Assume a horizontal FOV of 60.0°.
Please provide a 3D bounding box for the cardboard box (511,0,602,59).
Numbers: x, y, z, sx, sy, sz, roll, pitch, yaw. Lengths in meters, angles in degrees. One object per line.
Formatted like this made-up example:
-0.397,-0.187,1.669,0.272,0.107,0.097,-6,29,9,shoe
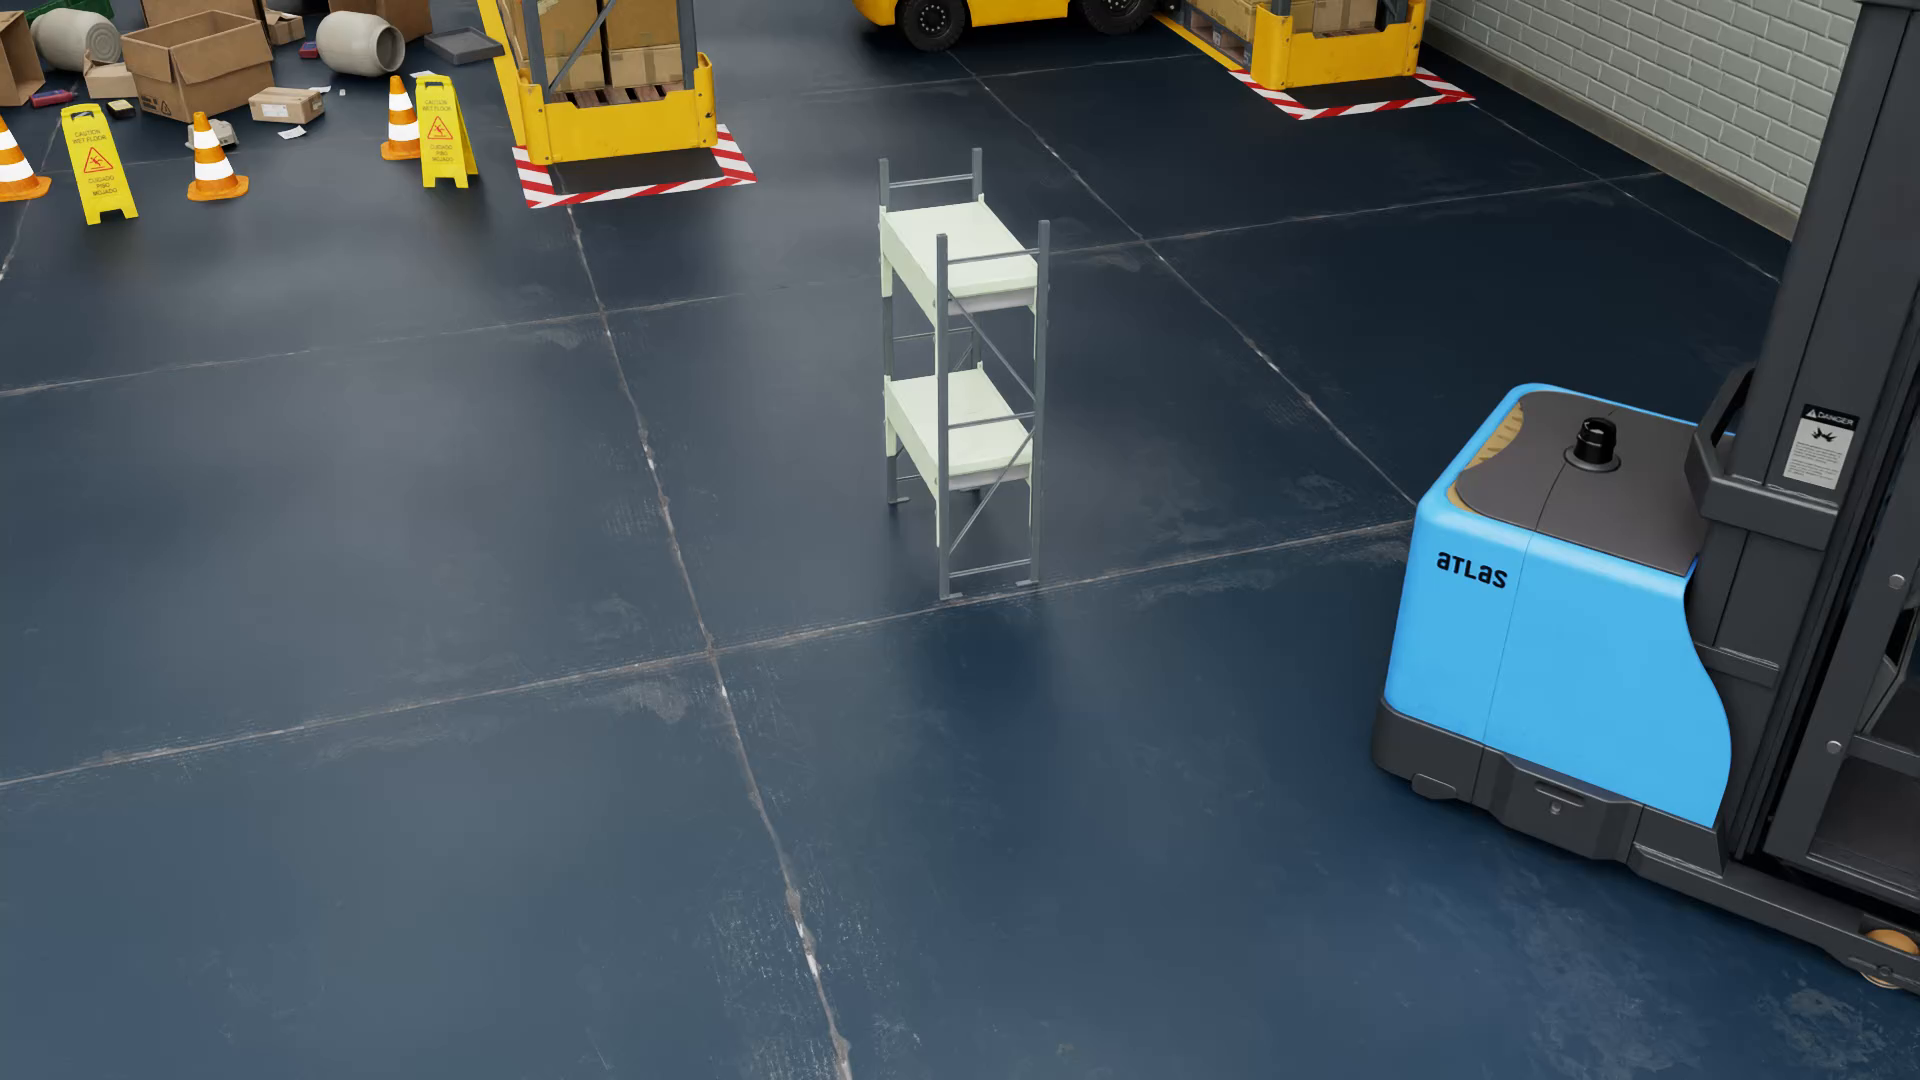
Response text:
-2.599,-3.418,10.634,0.500,0.500,0.500,-10,35,-14,cardboard box

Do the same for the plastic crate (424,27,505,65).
-3.629,-3.620,12.155,0.402,0.080,0.583,-23,40,-31,plastic crate

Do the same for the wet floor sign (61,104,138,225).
-4.896,-2.150,9.418,0.267,0.644,0.232,-16,37,-23,wet floor sign

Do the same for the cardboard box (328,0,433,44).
-4.296,-3.967,12.297,0.500,0.500,0.500,13,36,18,cardboard box

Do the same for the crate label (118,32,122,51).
-6.280,-3.639,12.132,0.250,0.136,0.298,19,38,26,crate label

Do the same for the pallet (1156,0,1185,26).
1.978,-4.407,13.228,1.003,0.211,1.213,-10,35,-15,pallet

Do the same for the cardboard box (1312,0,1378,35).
2.656,-3.855,11.977,0.500,0.250,0.500,-10,35,-15,cardboard box

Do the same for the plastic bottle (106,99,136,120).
-5.577,-2.865,11.030,0.133,0.061,0.283,-23,40,-31,plastic bottle

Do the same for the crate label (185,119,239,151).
-4.719,-2.552,10.487,0.298,0.136,0.250,27,42,34,crate label

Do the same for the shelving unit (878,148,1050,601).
0.002,-0.622,6.331,0.431,1.500,0.755,-10,35,-15,shelving unit

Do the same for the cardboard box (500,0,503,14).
-3.066,-3.916,12.069,0.500,0.250,0.500,-10,35,-15,cardboard box

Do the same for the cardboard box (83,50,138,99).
-5.732,-3.181,11.323,0.396,0.266,0.258,-4,34,-6,cardboard box

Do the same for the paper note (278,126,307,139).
-4.291,-2.623,10.691,0.148,0.019,0.142,-23,40,-31,paper note

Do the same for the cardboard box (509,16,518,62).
-2.760,-3.380,11.258,0.500,0.250,0.500,-10,35,-15,cardboard box

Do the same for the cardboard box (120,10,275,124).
-5.054,-3.155,11.068,0.637,0.503,0.797,19,38,26,cardboard box

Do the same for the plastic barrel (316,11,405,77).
-4.179,-3.455,11.595,0.512,0.421,0.421,13,36,18,plastic barrel

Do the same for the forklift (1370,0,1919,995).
2.876,-0.209,4.407,3.031,2.935,1.130,20,38,28,forklift

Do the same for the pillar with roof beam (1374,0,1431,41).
-0.835,-6.833,8.928,9.100,9.000,0.400,-10,35,-15,pillar with roof beam

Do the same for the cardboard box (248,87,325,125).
-4.430,-2.859,10.941,0.380,0.149,0.250,7,34,10,cardboard box

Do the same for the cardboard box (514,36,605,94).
-2.617,-3.120,10.864,0.500,0.250,0.500,-10,35,-15,cardboard box

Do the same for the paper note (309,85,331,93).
-4.407,-3.089,11.408,0.148,0.019,0.142,1,33,2,paper note

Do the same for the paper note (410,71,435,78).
-3.770,-3.274,11.676,0.142,0.019,0.148,-23,40,-31,paper note

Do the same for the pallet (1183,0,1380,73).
2.346,-3.768,12.260,1.003,0.211,1.213,-10,35,-15,pallet

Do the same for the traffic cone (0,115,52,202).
-5.600,-2.274,9.771,0.336,0.463,0.334,-10,35,-15,traffic cone

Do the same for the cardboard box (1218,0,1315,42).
2.175,-3.758,11.830,0.500,0.250,0.500,-10,35,-14,cardboard box

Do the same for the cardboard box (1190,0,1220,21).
2.032,-4.021,12.227,0.500,0.250,0.500,-10,35,-15,cardboard box

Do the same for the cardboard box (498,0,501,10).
-3.230,-4.195,12.490,0.500,0.250,0.500,-8,34,-12,cardboard box

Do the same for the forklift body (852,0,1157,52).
0.303,-4.871,12.171,2.313,2.155,1.214,-10,35,-15,forklift body

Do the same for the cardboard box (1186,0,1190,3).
1.888,-4.285,12.627,0.500,0.250,0.500,-10,35,-14,cardboard box

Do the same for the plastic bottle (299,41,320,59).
-4.719,-3.581,12.114,0.133,0.061,0.283,-4,34,-6,plastic bottle

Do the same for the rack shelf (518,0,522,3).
-2.717,-4.450,11.416,1.077,0.370,4.000,-10,35,-15,rack shelf

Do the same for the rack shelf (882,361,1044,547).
0.002,-0.350,6.511,0.431,0.370,0.720,-10,35,-15,rack shelf

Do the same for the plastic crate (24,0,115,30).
-6.710,-3.894,12.421,0.450,0.188,0.662,-2,32,16,plastic crate

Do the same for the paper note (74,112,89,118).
-5.809,-2.806,10.988,0.032,0.001,0.123,7,34,10,paper note

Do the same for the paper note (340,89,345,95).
-4.225,-3.063,11.376,0.032,0.001,0.123,-10,35,-15,paper note

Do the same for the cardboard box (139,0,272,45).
-5.347,-3.701,11.771,0.797,0.637,0.503,-10,35,-15,cardboard box

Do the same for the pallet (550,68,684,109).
-2.344,-3.009,11.112,1.003,0.211,1.213,-10,35,-15,pallet

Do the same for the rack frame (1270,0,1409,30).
2.619,-4.537,10.895,1.000,3.000,0.127,-10,35,-15,rack frame

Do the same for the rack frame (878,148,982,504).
-0.110,-0.814,6.622,0.400,1.500,0.023,-10,35,-15,rack frame

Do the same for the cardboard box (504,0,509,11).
-2.909,-3.957,11.451,0.500,0.500,0.500,-11,35,-16,cardboard box

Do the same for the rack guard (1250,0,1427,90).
2.627,-3.481,11.565,1.175,0.500,0.348,-10,35,-15,rack guard

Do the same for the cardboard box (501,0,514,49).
-2.925,-3.654,11.672,0.500,0.250,0.500,-11,35,-16,cardboard box

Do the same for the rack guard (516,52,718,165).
-2.130,-2.697,10.378,1.175,0.500,0.348,-10,35,-15,rack guard

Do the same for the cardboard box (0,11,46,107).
-6.559,-3.230,11.183,0.500,0.500,0.500,-4,34,-6,cardboard box

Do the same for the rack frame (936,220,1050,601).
0.114,-0.430,6.040,0.400,1.500,0.023,-10,35,-15,rack frame

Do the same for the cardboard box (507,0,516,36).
-2.762,-3.691,11.048,0.500,0.500,0.500,-9,34,-13,cardboard box

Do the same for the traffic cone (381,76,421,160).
-3.466,-2.650,10.341,0.336,0.463,0.334,-10,35,-15,traffic cone

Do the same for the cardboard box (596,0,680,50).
-2.097,-3.523,10.794,0.500,0.500,0.500,-11,35,-16,cardboard box

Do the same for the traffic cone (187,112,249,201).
-4.420,-2.285,9.789,0.336,0.463,0.334,-10,35,-15,traffic cone

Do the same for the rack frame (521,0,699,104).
-2.107,-3.700,9.628,1.000,3.000,0.127,-10,35,-15,rack frame

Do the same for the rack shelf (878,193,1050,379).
0.002,-0.948,6.116,0.431,0.370,0.720,-10,35,-15,rack shelf

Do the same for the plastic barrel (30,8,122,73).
-6.203,-3.502,11.666,0.512,0.421,0.421,13,36,18,plastic barrel

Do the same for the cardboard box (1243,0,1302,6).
2.173,-3.976,11.706,0.500,0.250,0.500,-10,35,-15,cardboard box

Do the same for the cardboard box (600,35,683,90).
-2.089,-3.198,10.982,0.500,0.250,0.500,-10,35,-15,cardboard box

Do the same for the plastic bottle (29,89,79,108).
-6.106,-2.983,11.208,0.283,0.061,0.133,-23,40,-31,plastic bottle

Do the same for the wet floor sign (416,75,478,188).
-3.068,-2.438,9.854,0.267,0.644,0.232,1,33,2,wet floor sign

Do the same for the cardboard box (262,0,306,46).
-5.122,-3.871,12.367,0.396,0.266,0.258,19,38,26,cardboard box
